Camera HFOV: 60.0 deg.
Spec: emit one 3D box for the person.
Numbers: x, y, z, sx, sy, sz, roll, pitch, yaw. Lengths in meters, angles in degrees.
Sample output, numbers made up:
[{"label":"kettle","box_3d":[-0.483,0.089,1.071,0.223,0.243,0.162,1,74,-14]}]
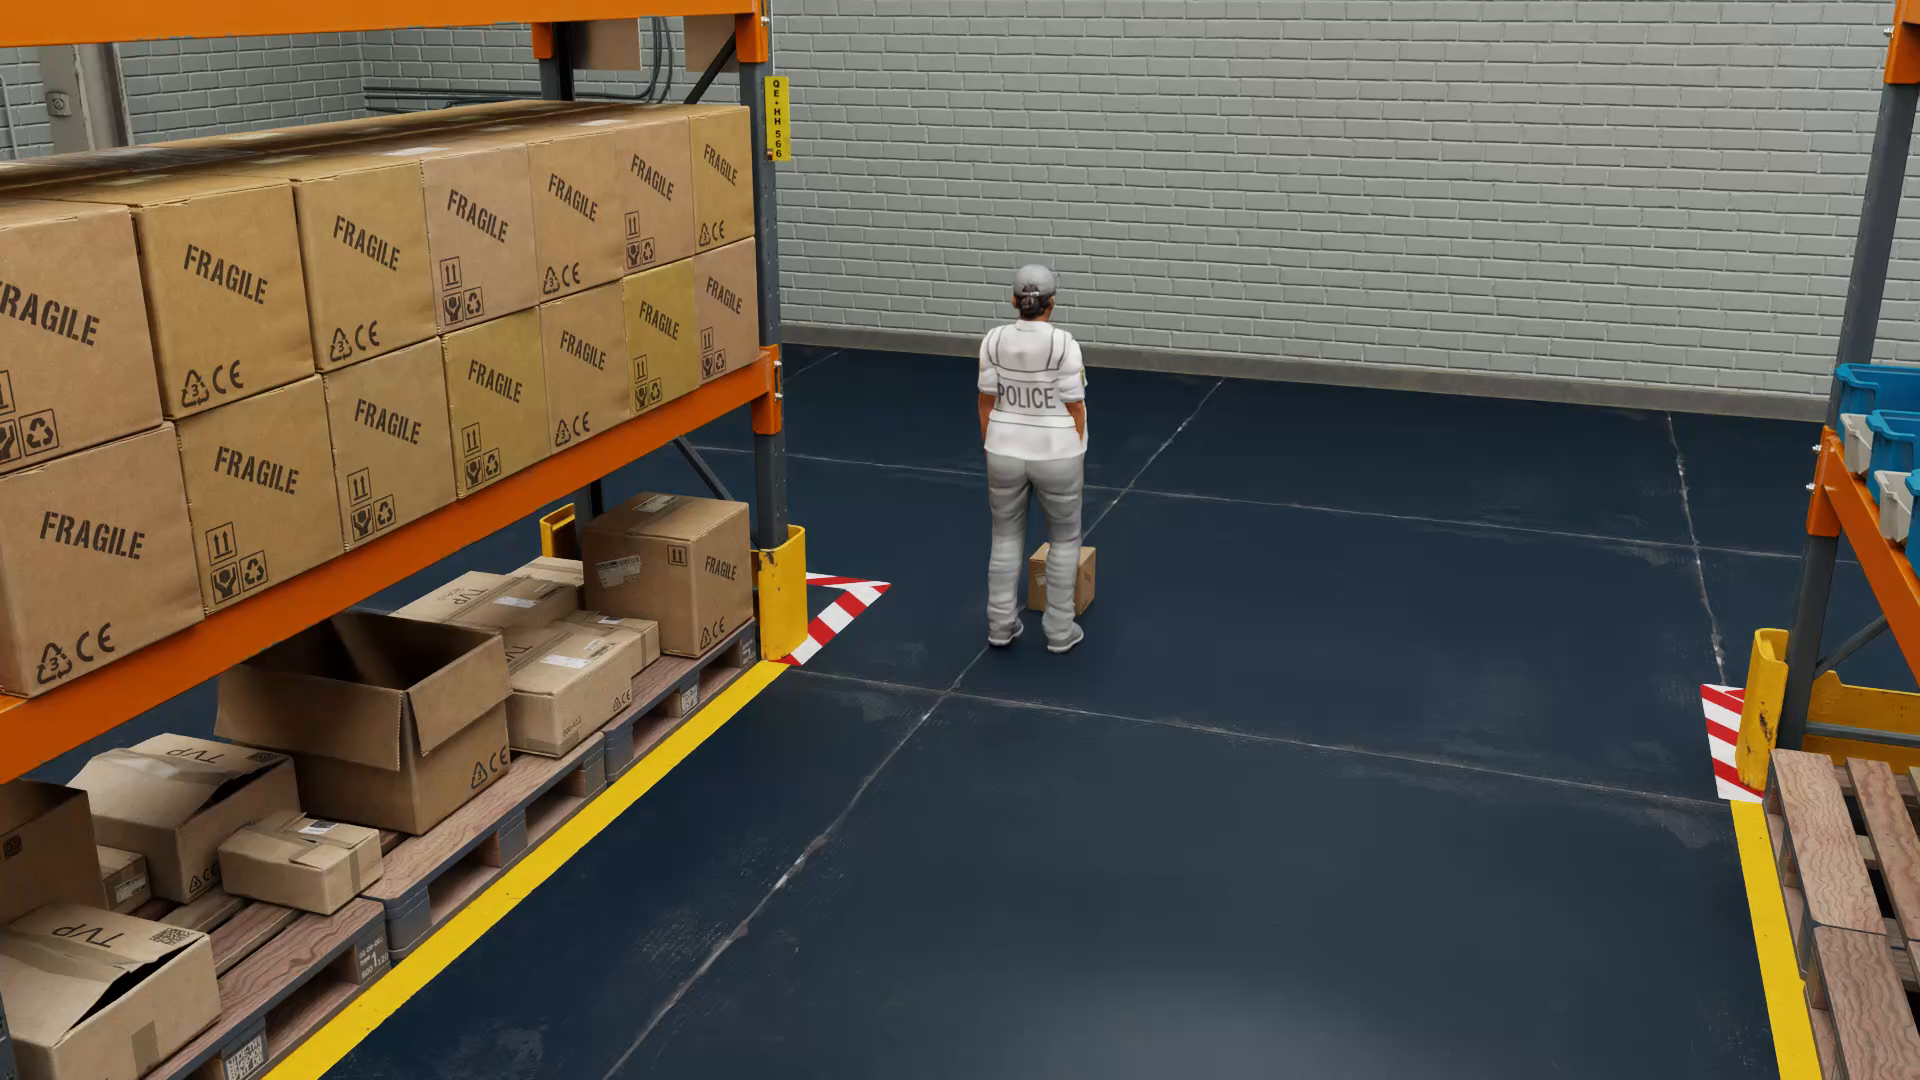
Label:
[{"label":"person","box_3d":[0.309,-0.343,7.085,0.469,1.659,0.390,7,20,19]}]
